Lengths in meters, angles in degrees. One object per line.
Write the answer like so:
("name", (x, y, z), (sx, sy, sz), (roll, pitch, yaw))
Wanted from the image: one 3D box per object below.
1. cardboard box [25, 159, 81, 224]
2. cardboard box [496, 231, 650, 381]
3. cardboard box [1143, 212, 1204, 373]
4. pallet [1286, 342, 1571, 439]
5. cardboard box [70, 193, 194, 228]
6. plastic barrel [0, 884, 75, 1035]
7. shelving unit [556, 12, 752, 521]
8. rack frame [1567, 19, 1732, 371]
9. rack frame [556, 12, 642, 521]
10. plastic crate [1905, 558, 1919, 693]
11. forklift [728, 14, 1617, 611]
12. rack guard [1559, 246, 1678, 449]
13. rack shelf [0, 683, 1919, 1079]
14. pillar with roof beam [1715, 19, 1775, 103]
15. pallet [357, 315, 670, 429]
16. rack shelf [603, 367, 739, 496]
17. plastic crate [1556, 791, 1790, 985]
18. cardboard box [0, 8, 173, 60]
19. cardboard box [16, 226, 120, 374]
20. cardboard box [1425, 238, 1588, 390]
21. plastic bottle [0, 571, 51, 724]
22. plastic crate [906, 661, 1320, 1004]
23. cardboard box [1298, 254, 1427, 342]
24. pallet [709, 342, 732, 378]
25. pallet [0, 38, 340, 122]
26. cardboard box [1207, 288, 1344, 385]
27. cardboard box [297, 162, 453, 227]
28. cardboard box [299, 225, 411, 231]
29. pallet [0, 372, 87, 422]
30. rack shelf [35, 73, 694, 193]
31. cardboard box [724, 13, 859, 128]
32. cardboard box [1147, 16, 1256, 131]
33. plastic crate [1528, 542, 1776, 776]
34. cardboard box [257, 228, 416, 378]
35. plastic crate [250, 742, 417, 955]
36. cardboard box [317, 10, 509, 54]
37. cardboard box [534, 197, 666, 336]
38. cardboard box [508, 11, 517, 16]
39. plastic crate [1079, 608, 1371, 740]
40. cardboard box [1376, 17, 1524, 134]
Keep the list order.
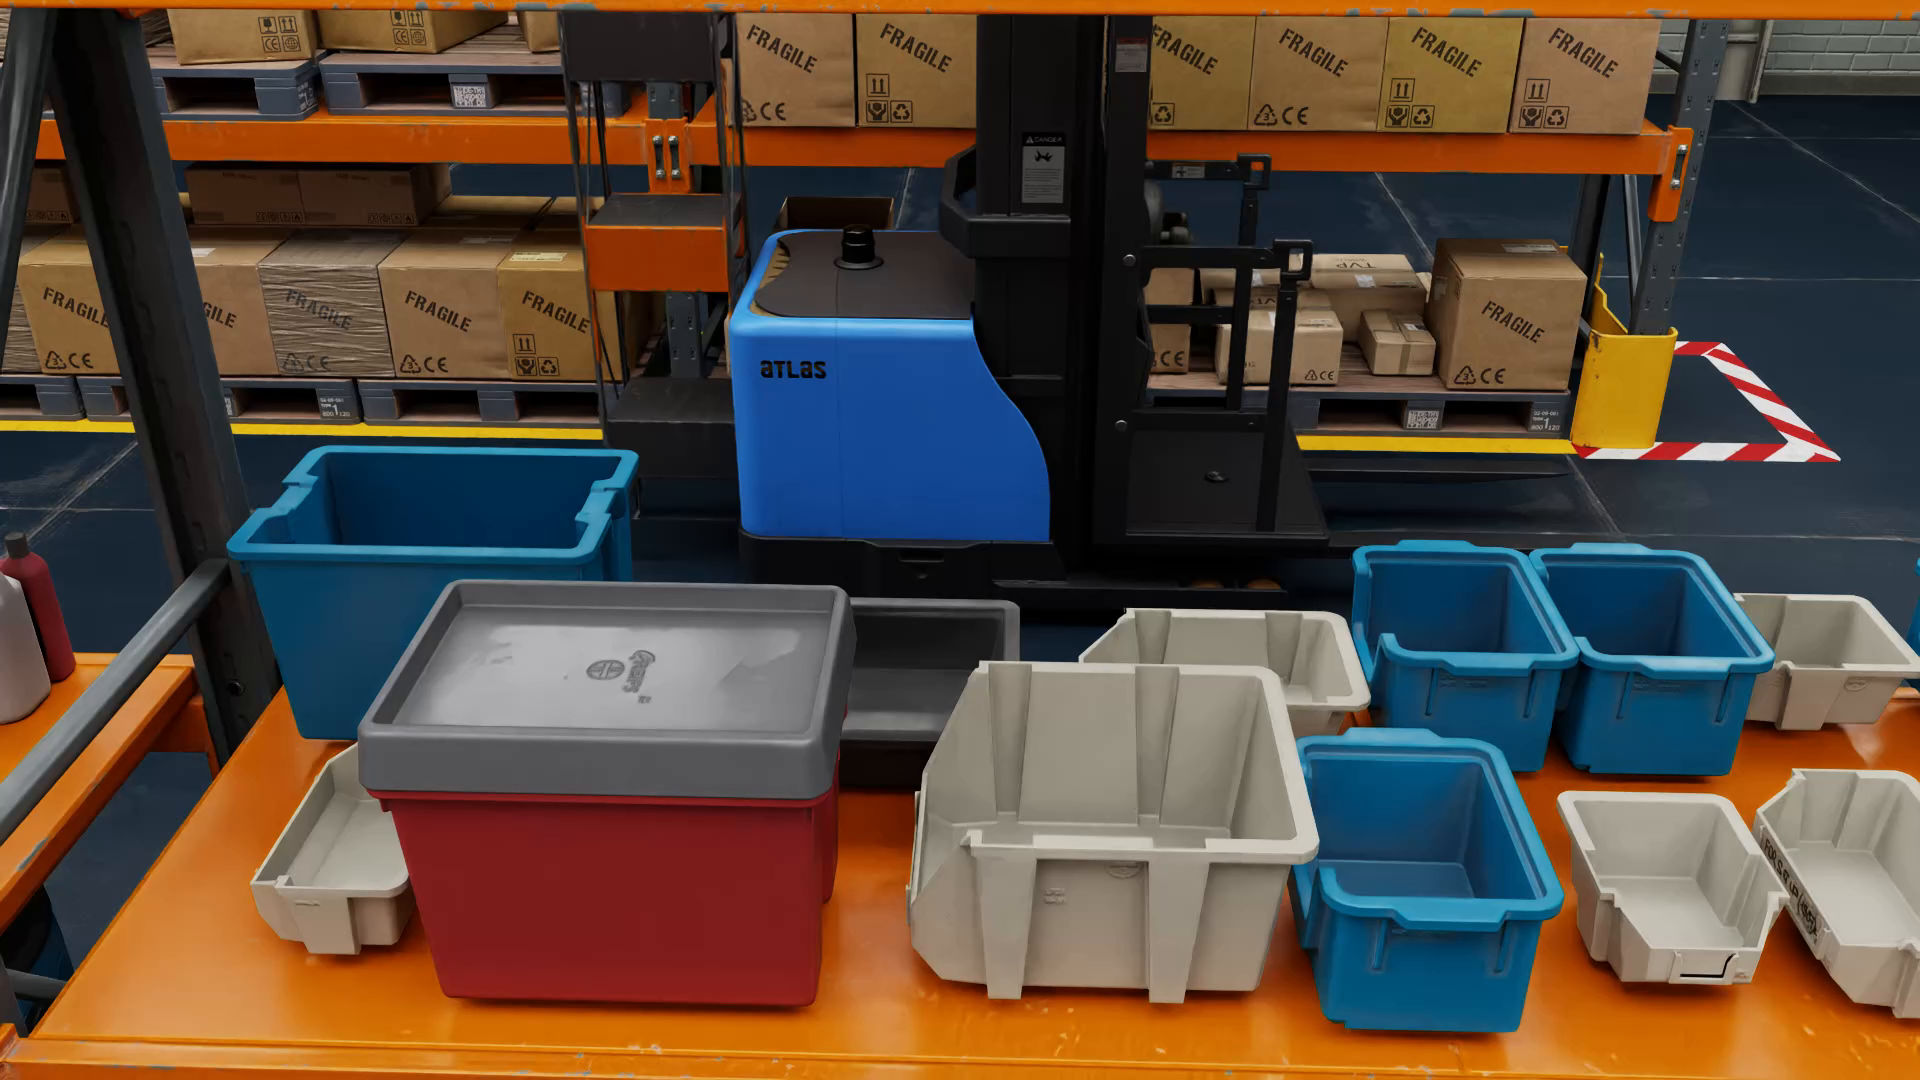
("cardboard box", (-4.144, -1.630, 7.520), (0.500, 0.250, 0.500), (2, 28, 4))
("cardboard box", (-1.649, -1.011, 7.154), (0.500, 0.500, 0.500), (1, 28, 2))
("cardboard box", (0.732, -1.110, 7.337), (0.637, 0.503, 0.797), (1, 28, 2))
("pallet", (1.979, -0.763, 7.464), (1.213, 0.211, 1.003), (1, 28, 2))
("cardboard box", (-3.683, -1.289, 7.678), (0.500, 0.500, 0.500), (0, 28, 0))
("plastic barrel", (-1.868, 0.996, 2.960), (0.708, 0.901, 0.600), (1, 28, 2))
("shelving unit", (-1.006, -0.944, 5.790), (0.503, 2.100, 0.431), (1, 28, 2))
("rack frame", (2.852, -1.981, 6.784), (0.127, 3.000, 1.000), (1, 28, 2))
("rack frame", (-1.250, -0.948, 5.797), (0.015, 2.100, 0.400), (1, 28, 2))
("plastic crate", (1.780, 0.216, 2.755), (0.300, 0.233, 0.416), (1, 28, 2))
("forklift", (0.770, -1.246, 5.472), (3.031, 2.935, 1.130), (1, 28, 2))
("rack guard", (2.776, -0.878, 7.372), (0.348, 0.500, 1.175), (1, 28, 2))
("rack shelf", (0.674, 0.622, 2.641), (4.000, 0.370, 1.077), (1, 28, 2))
("pillar with roof beam", (5.600, -5.295, 6.632), (0.400, 9.000, 9.100), (1, 28, 2))
("pallet", (-1.960, -0.811, 7.554), (1.213, 0.211, 1.003), (1, 28, 2))
("rack shelf", (-1.006, -0.314, 6.124), (0.480, 0.518, 0.431), (1, 28, 2))
("plastic crate", (0.987, 0.498, 2.326), (0.250, 0.136, 0.298), (1, 28, 2))
("cardboard box", (-3.603, -2.281, 6.795), (0.500, 0.500, 0.700), (6, 29, 11))
("cardboard box", (-3.674, -1.045, 7.218), (0.500, 0.500, 0.500), (1, 28, 1))
("cardboard box", (2.299, -0.965, 7.066), (0.500, 0.500, 0.500), (1, 28, 2))
("plastic bottle", (-1.705, 0.135, 2.845), (0.185, 0.351, 0.144), (1, 28, 2))
("plastic crate", (0.195, 0.409, 2.339), (0.530, 0.282, 0.437), (1, 28, 2))
("cardboard box", (1.818, -1.110, 7.608), (0.500, 0.250, 0.500), (1, 28, 2))
("pallet", (-0.460, -0.803, 7.540), (1.213, 0.211, 1.003), (1, 28, 2))
("pallet", (-3.200, -1.998, 7.022), (1.213, 0.211, 1.003), (1, 28, 2))
("cardboard box", (1.351, -0.884, 7.181), (0.500, 0.250, 0.500), (1, 28, 2))
("cardboard box", (-2.620, -1.607, 7.477), (0.500, 0.250, 0.500), (1, 28, 2))
("cardboard box", (-2.653, -1.274, 7.651), (0.500, 0.500, 0.500), (1, 28, 2))
("pallet", (-4.399, -0.851, 7.630), (1.213, 0.211, 1.003), (1, 28, 2))
("rack shelf", (-3.145, -1.762, 7.140), (4.000, 0.370, 1.077), (1, 28, 2))
("cardboard box", (-0.646, -1.955, 6.629), (0.500, 0.500, 0.500), (2, 28, 3))
("cardboard box", (0.874, -1.931, 6.584), (0.500, 0.500, 0.500), (1, 28, 1))
("plastic crate", (1.122, 0.205, 2.775), (0.300, 0.233, 0.416), (1, 28, 2))
("cardboard box", (-2.644, -1.032, 7.192), (0.500, 0.500, 0.500), (1, 28, 2))
("plastic crate", (-0.864, 0.436, 2.442), (0.243, 0.136, 0.396), (1, 28, 2))
("cardboard box", (-2.301, -2.371, 6.965), (0.500, 0.500, 0.700), (5, 28, 10))
("cardboard box", (-1.621, -1.259, 7.622), (0.500, 0.500, 0.500), (0, 28, -1))
("cardboard box", (-3.367, -3.577, 11.641), (0.750, 0.750, 0.750), (1, 28, 2))
("plastic crate", (0.426, 0.250, 2.794), (0.466, 0.136, 0.293), (1, 28, 2))
("cardboard box", (1.876, -1.912, 6.547), (0.500, 0.500, 0.500), (1, 28, 2))
